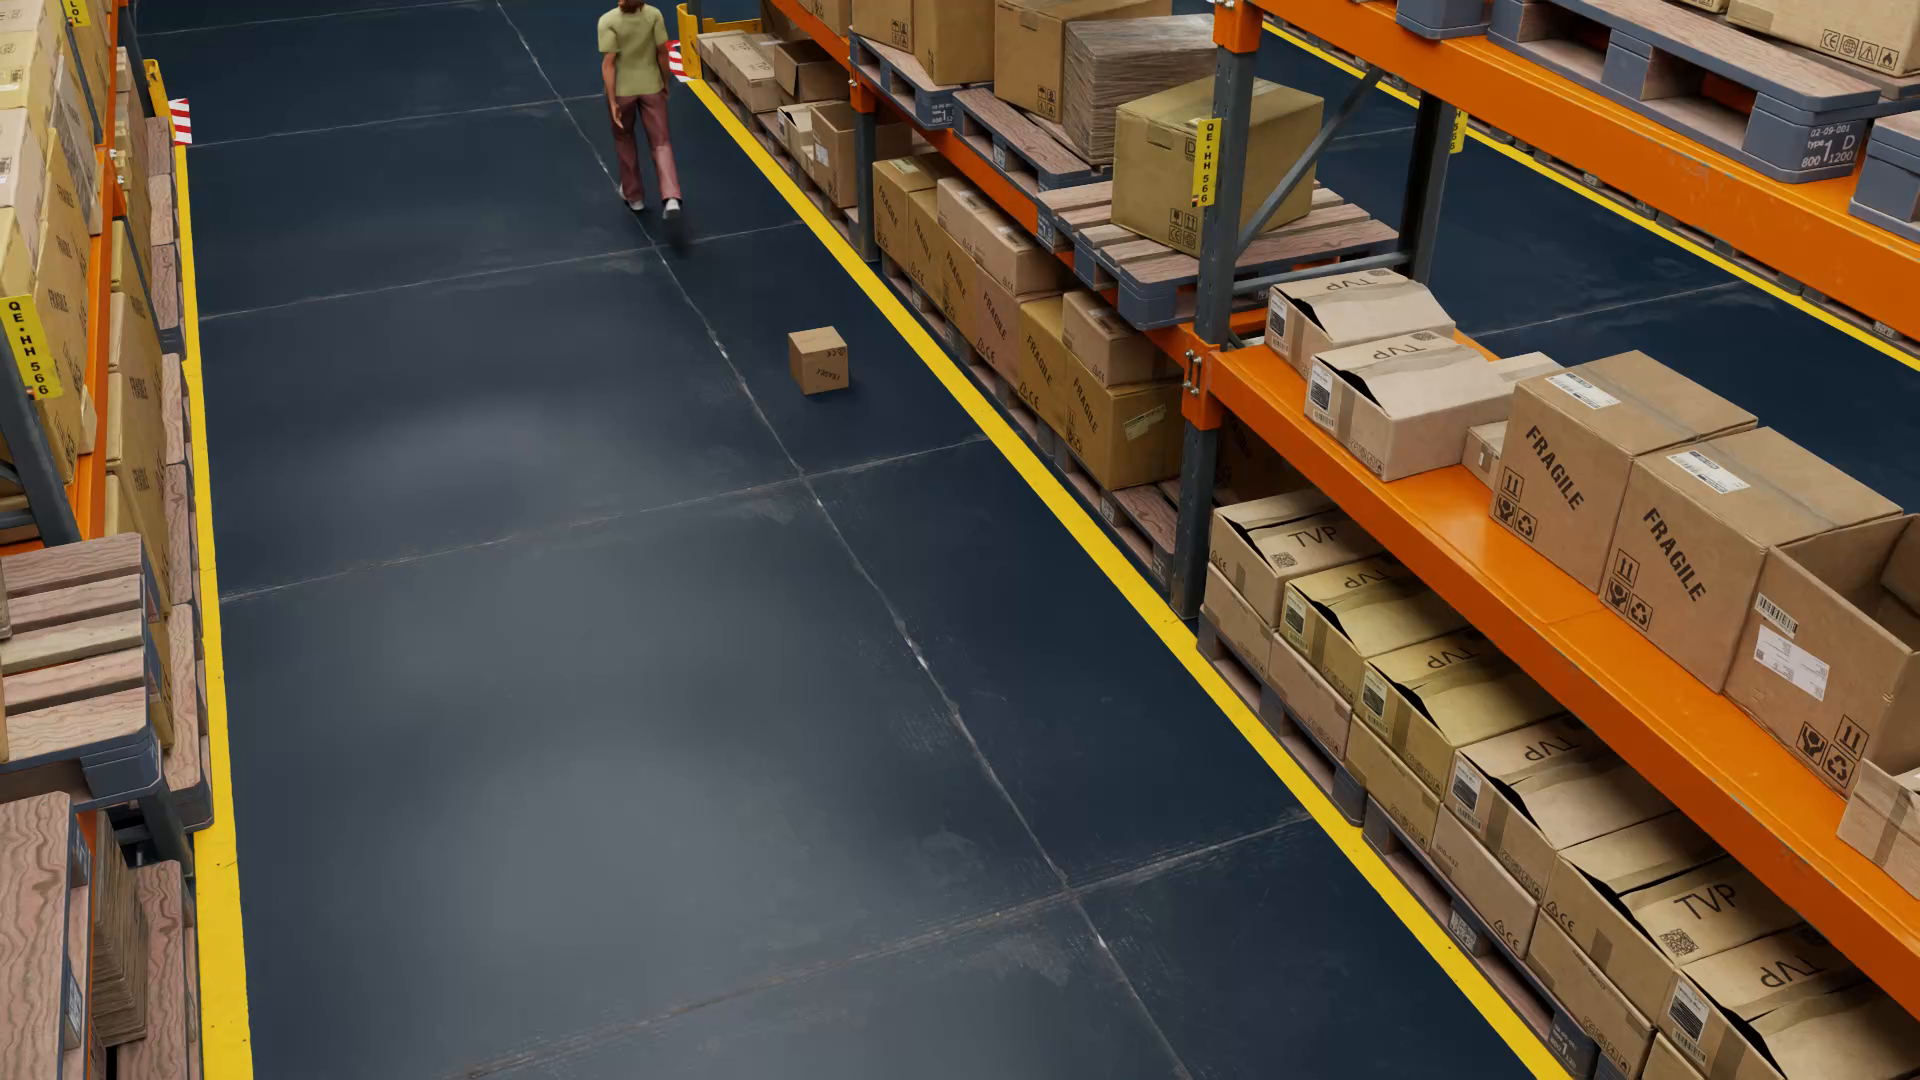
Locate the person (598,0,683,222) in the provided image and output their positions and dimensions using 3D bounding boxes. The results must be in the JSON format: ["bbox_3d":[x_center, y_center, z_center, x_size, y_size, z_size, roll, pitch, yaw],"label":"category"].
[{"bbox_3d":[-1.990,-2.757,10.290,0.437,1.633,0.920,-11,35,-16],"label":"person"}]
